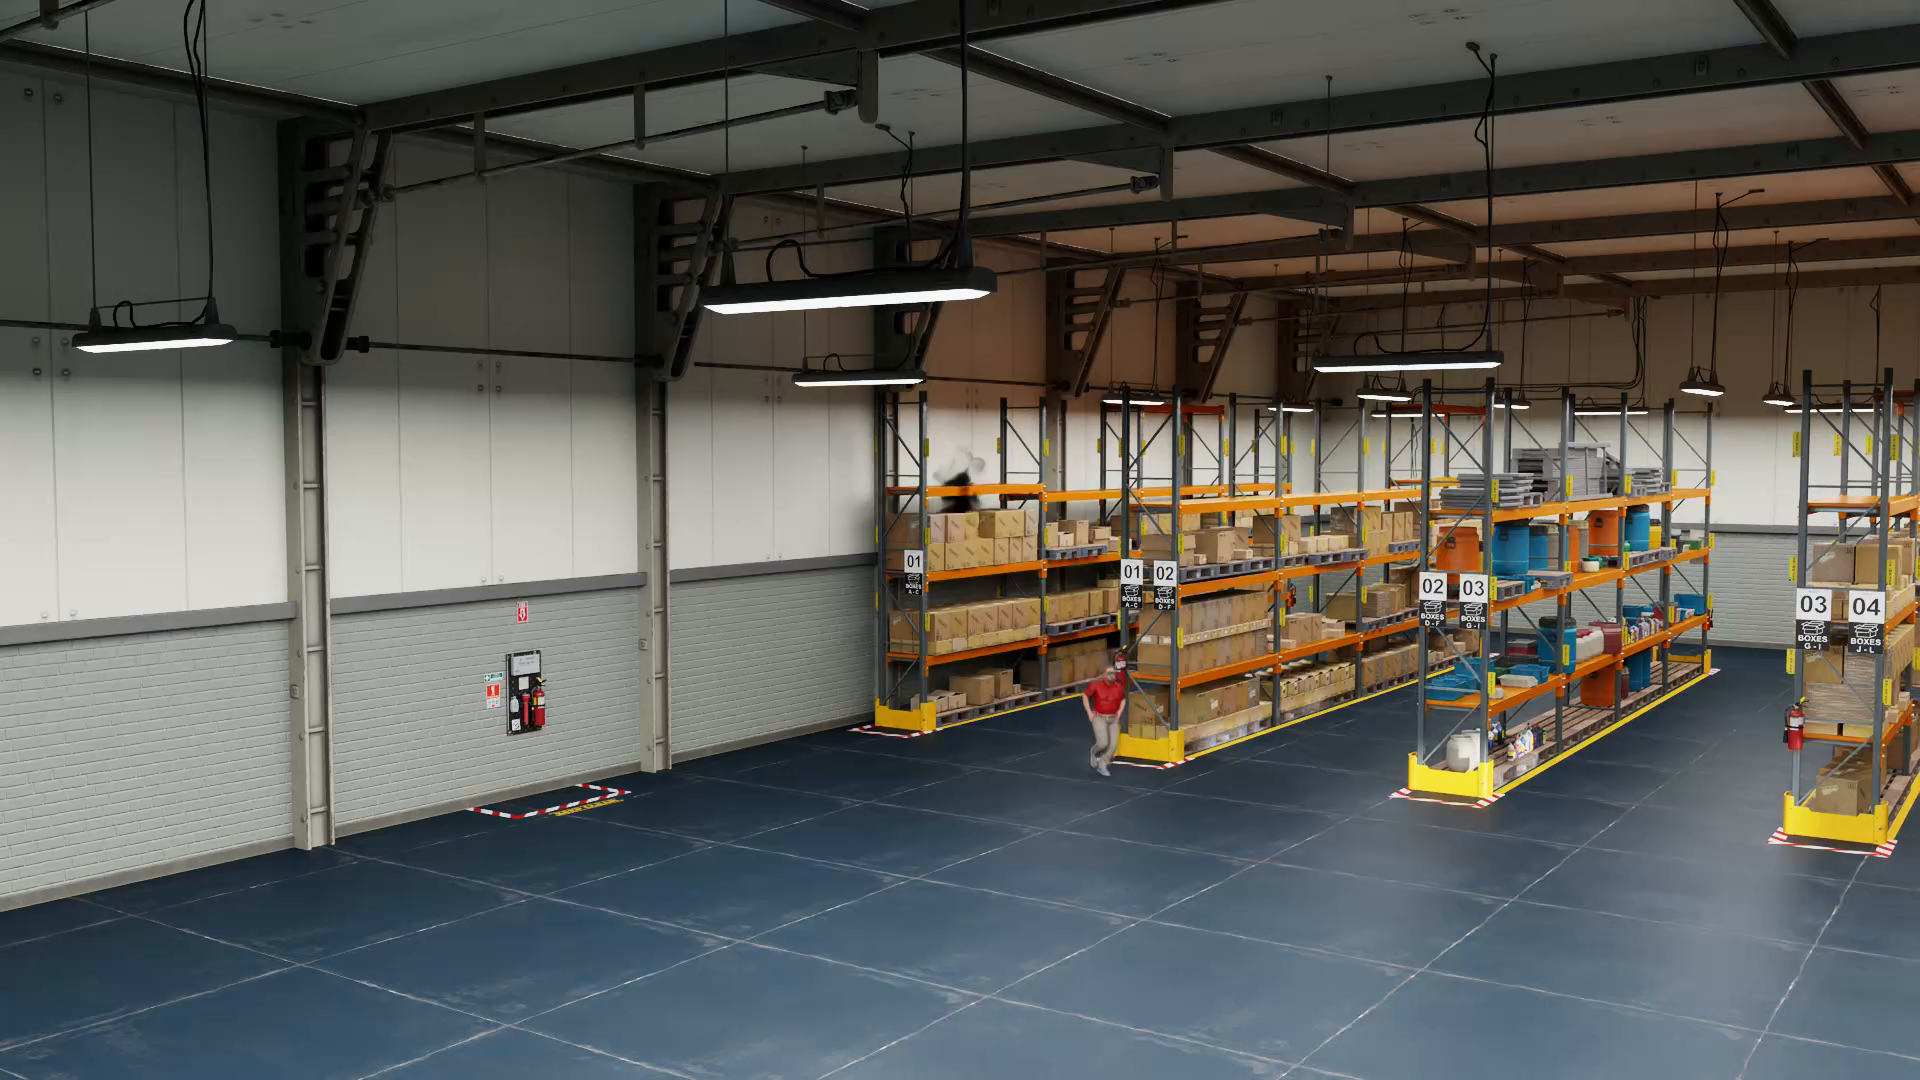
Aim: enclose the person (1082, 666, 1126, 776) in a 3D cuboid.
[{"bbox_3d":[2.227,2.766,25.488,0.685,1.689,0.586,-1,3,-19],"label":"person"}]
